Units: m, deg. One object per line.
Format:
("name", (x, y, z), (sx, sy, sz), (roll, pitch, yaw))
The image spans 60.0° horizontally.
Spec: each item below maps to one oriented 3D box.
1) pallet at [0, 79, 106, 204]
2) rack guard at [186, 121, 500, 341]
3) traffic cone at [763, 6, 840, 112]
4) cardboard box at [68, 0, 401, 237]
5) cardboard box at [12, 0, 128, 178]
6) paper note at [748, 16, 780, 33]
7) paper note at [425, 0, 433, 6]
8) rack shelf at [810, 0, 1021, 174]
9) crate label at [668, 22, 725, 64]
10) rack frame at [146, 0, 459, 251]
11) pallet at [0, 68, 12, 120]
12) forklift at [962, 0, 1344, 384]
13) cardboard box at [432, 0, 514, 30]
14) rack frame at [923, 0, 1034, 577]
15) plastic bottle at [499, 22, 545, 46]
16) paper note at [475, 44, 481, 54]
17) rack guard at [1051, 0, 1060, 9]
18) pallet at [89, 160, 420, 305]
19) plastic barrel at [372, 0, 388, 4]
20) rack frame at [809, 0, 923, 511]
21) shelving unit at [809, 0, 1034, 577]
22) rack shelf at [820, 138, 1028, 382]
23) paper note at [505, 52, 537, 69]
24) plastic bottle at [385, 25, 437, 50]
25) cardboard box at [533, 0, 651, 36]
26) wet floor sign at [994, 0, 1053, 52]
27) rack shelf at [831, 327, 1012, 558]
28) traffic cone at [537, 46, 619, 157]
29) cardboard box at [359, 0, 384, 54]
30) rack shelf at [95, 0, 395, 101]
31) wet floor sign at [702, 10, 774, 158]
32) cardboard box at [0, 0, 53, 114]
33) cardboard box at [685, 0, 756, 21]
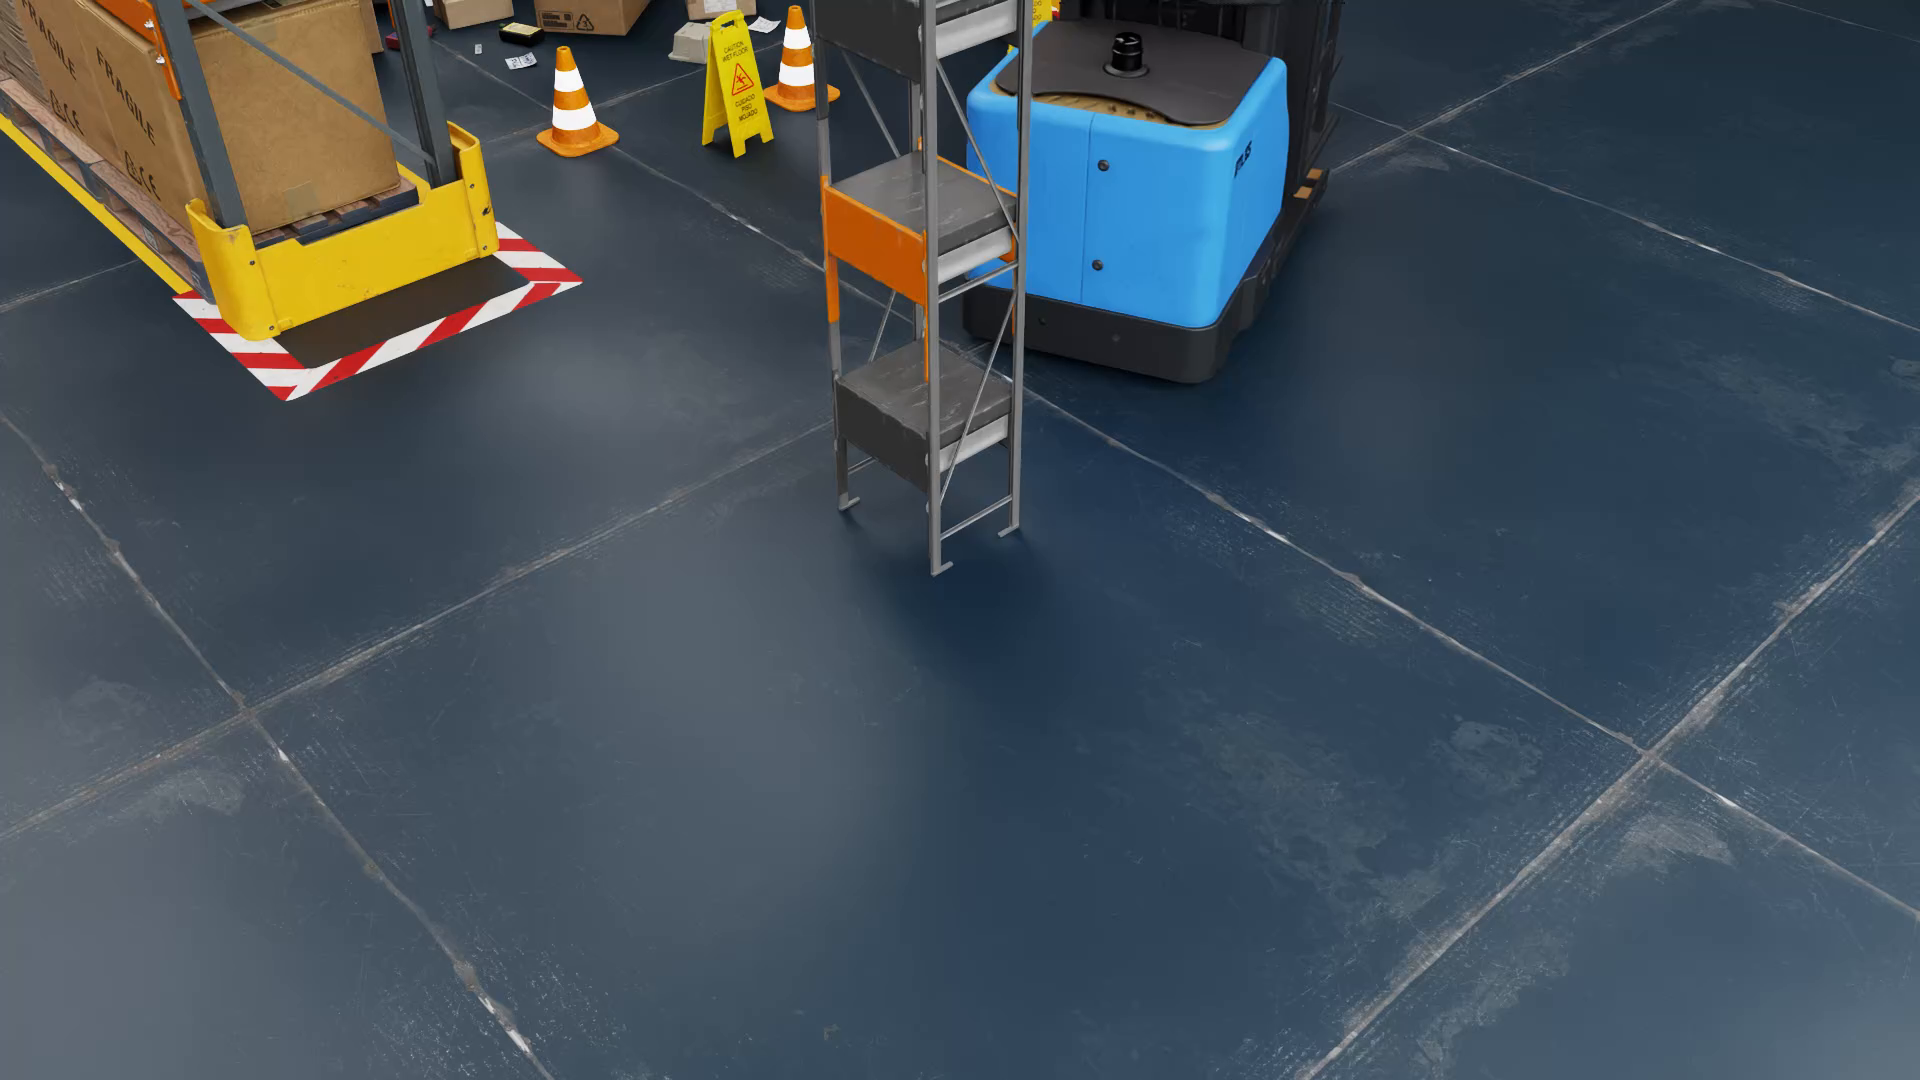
("pallet", (-3.989, -2.112, 8.197), (1.003, 0.211, 1.213), (-30, 48, -32))
("rack guard", (-2.554, -1.312, 6.976), (1.175, 0.500, 0.348), (-30, 48, -32))
("traffic cone", (-0.821, -2.480, 8.453), (0.336, 0.463, 0.334), (-30, 48, -32))
("cardboard box", (-3.077, -1.918, 7.094), (0.875, 0.875, 0.875), (-30, 47, -32))
("cardboard box", (-3.674, -2.324, 7.597), (0.875, 0.875, 0.875), (-31, 48, -32))
("paper note", (-1.098, -2.882, 9.294), (0.142, 0.019, 0.148), (18, 42, 21))
("paper note", (-3.009, -3.137, 9.617), (0.172, 0.023, 0.155), (-15, 41, -17))
("rack shelf", (-0.112, -1.427, 4.754), (0.431, 0.518, 0.480), (-30, 48, -32))
("crate label", (-1.398, -2.691, 8.973), (0.298, 0.136, 0.250), (11, 40, 13))
("rack frame", (-2.570, -2.295, 6.205), (1.000, 3.000, 0.127), (-30, 48, -32))
("pallet", (-4.819, -2.676, 8.896), (1.003, 0.211, 1.213), (-30, 48, -32))
("forklift", (1.050, -2.667, 6.720), (1.130, 2.935, 3.031), (15, 41, 18))
("cardboard box", (-2.756, -3.070, 9.340), (0.396, 0.266, 0.258), (-22, 44, -25))
("rack frame", (0.053, -0.781, 5.045), (0.400, 2.100, 0.015), (-30, 48, -32))
("plastic bottle", (-2.439, -2.792, 9.158), (0.283, 0.061, 0.133), (18, 42, 21))
("paper note", (-2.622, -2.673, 9.051), (0.032, 0.001, 0.123), (-8, 40, -10))
("rack guard", (0.956, -3.508, 9.696), (1.175, 0.500, 0.348), (-30, 48, -32))
("pallet", (-3.168, -1.547, 7.498), (1.003, 0.211, 1.213), (-30, 48, -32))
("plastic barrel", (-3.378, -3.271, 9.463), (0.512, 0.421, 0.421), (-2, 39, -2))
("rack frame", (-0.277, -1.006, 5.325), (0.400, 2.100, 0.015), (-30, 48, -32))
("shelving unit", (-0.112, -0.893, 5.185), (0.431, 2.100, 0.503), (-30, 48, -32))
("rack shelf", (-0.112, -0.883, 5.194), (0.431, 0.518, 0.480), (-30, 48, -32))
("paper note", (-2.352, -2.567, 8.906), (0.144, 0.017, 0.142), (-15, 41, -17))
("plastic bottle", (-3.009, -2.775, 9.137), (0.133, 0.061, 0.283), (18, 42, 21))
("cardboard box", (-2.045, -3.211, 9.326), (0.637, 0.503, 0.797), (5, 39, 6))
("wet floor sign", (0.348, -2.987, 8.935), (0.267, 0.644, 0.232), (-15, 41, -17))
("rack shelf", (-0.112, -0.338, 5.634), (0.431, 0.518, 0.480), (-30, 48, -32))
("traffic cone", (-1.883, -2.158, 8.053), (0.336, 0.463, 0.334), (-30, 48, -32))
("cardboard box", (-3.469, -2.893, 8.932), (0.500, 0.500, 0.500), (-22, 44, -25))
("rack shelf", (-3.923, -2.941, 7.577), (1.077, 0.370, 4.000), (-30, 48, -32))
("wet floor sign", (-1.092, -2.207, 7.970), (0.232, 0.644, 0.267), (26, 45, 28))
("cardboard box", (-4.289, -2.747, 8.121), (0.875, 0.875, 0.875), (-30, 47, -31))
("cardboard box", (-1.366, -3.084, 9.451), (0.380, 0.149, 0.250), (-8, 40, -10))
